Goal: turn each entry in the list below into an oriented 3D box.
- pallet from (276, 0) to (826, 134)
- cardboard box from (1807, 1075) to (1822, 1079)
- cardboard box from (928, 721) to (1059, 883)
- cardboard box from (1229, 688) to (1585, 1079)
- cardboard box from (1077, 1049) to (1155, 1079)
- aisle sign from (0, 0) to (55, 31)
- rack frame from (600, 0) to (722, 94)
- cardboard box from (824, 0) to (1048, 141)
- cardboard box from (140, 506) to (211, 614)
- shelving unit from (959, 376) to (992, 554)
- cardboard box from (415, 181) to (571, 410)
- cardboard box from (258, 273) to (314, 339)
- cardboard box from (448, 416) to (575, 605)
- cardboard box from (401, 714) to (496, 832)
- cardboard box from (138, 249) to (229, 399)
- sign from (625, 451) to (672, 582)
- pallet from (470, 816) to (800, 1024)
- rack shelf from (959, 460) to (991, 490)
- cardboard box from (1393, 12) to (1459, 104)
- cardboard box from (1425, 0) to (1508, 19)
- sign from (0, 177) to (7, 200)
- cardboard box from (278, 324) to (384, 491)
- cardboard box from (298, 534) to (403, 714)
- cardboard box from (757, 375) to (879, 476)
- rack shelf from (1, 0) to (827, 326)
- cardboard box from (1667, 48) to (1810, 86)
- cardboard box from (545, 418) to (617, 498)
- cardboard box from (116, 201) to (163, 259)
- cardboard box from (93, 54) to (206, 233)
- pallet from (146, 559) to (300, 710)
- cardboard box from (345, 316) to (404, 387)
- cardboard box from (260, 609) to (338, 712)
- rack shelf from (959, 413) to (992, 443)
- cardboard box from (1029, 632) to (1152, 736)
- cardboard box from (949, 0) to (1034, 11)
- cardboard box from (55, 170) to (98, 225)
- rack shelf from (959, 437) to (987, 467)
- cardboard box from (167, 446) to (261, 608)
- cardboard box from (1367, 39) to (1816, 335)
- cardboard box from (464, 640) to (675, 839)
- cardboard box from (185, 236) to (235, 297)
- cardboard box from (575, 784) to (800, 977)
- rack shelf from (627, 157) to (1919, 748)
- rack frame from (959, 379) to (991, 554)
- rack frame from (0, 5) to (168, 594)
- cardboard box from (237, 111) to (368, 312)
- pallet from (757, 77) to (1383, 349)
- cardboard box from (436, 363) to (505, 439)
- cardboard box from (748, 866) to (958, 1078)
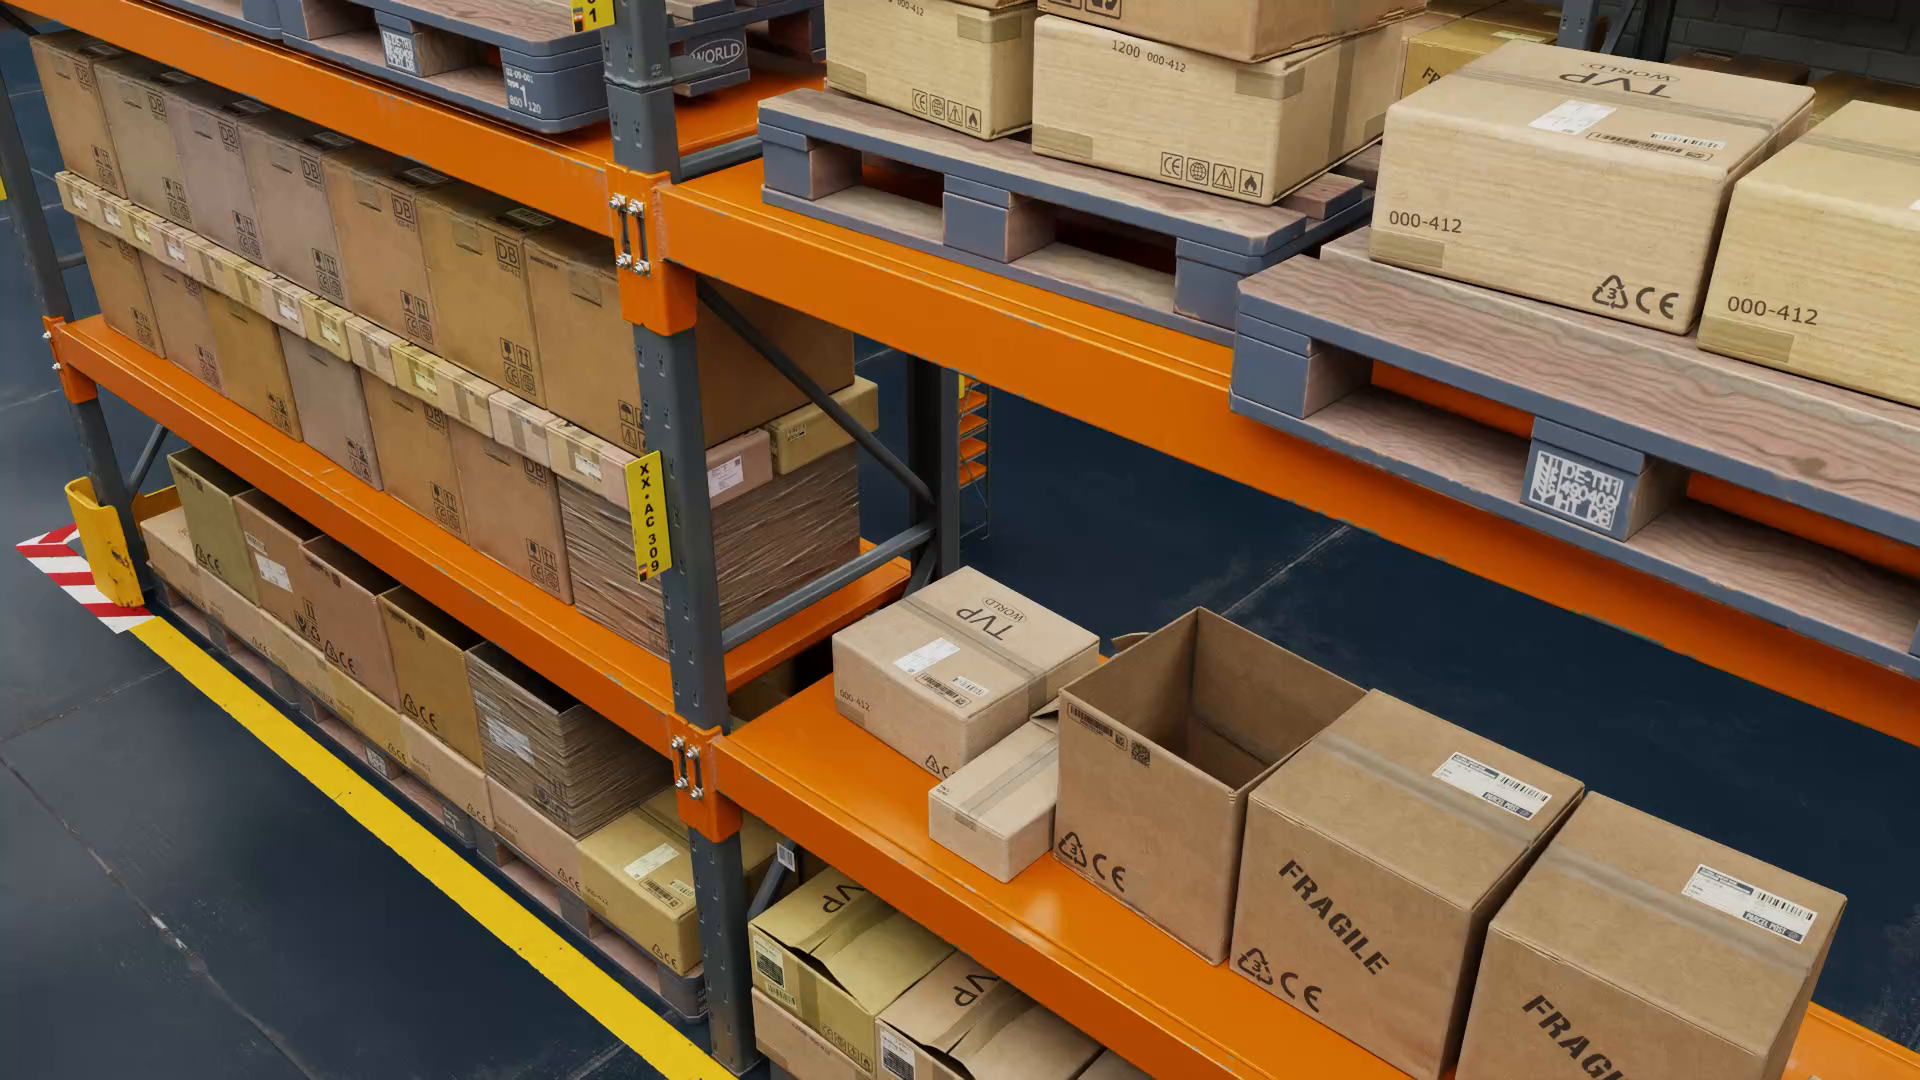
[{"bbox_3d":[-1.029,-1.395,4.337,1.213,0.211,1.003,25,39,35],"label":"pallet"},{"bbox_3d":[1.603,1.209,3.076,0.380,0.149,0.250,-26,40,-36],"label":"cardboard box"},{"bbox_3d":[0.140,0.630,4.039,0.250,0.149,0.380,25,39,35],"label":"cardboard box"},{"bbox_3d":[0.941,0.722,3.545,0.500,0.500,0.500,25,39,35],"label":"cardboard box"},{"bbox_3d":[0.512,1.487,4.086,0.500,0.311,0.500,24,38,34],"label":"cardboard box"},{"bbox_3d":[-3.600,-2.267,6.086,0.004,0.787,0.394,25,39,35],"label":"aisle sign"},{"bbox_3d":[-0.380,-2.433,3.067,0.127,3.000,1.000,25,39,35],"label":"rack frame"},{"bbox_3d":[0.071,-1.047,3.410,0.500,0.250,0.500,-25,39,-35],"label":"cardboard box"},{"bbox_3d":[-3.097,0.022,7.065,0.500,0.250,0.500,25,39,35],"label":"cardboard box"},{"bbox_3d":[-0.011,-0.519,7.449,0.189,1.200,0.258,25,39,35],"label":"shelving unit"},{"bbox_3d":[-1.088,-0.787,4.794,0.500,0.500,0.700,25,39,35],"label":"cardboard box"},{"bbox_3d":[-2.060,-0.817,5.474,0.250,0.149,0.380,25,39,36],"label":"cardboard box"},{"bbox_3d":[-1.108,-0.237,5.138,0.500,0.500,0.700,25,39,35],"label":"cardboard box"},{"bbox_3d":[-1.615,0.714,5.914,0.500,0.250,0.500,25,39,35],"label":"cardboard box"},{"bbox_3d":[-2.615,-0.944,6.312,0.500,0.500,0.700,26,40,36],"label":"cardboard box"},{"bbox_3d":[-0.751,-0.055,4.017,0.005,0.325,0.100,25,39,35],"label":"sign"},{"bbox_3d":[-0.941,1.041,5.817,1.213,0.211,1.003,25,39,35],"label":"pallet"},{"bbox_3d":[-0.011,-0.275,7.596,0.180,0.103,0.258,25,39,35],"label":"rack shelf"},{"bbox_3d":[2.010,-2.240,7.961,0.500,0.500,0.500,25,39,35],"label":"cardboard box"},{"bbox_3d":[2.352,-2.447,8.305,0.500,0.500,0.500,25,39,35],"label":"cardboard box"},{"bbox_3d":[-3.722,-1.442,6.321,0.005,0.325,0.100,25,39,35],"label":"sign"},{"bbox_3d":[-1.858,-0.589,5.723,0.500,0.500,0.700,26,40,36],"label":"cardboard box"},{"bbox_3d":[-1.987,0.220,6.007,0.500,0.500,0.500,25,39,35],"label":"cardboard box"},{"bbox_3d":[-0.449,-0.351,4.698,0.250,0.149,0.380,25,39,35],"label":"cardboard box"},{"bbox_3d":[-1.863,-1.532,5.175,4.000,0.370,1.077,25,39,35],"label":"rack shelf"},{"bbox_3d":[3.296,-1.801,7.309,0.500,0.500,0.700,25,39,35],"label":"cardboard box"},{"bbox_3d":[-0.907,-0.282,4.584,0.250,0.149,0.380,24,39,34],"label":"cardboard box"},{"bbox_3d":[-2.817,-1.173,6.064,0.250,0.149,0.380,25,39,35],"label":"cardboard box"},{"bbox_3d":[-2.575,-1.481,5.947,0.500,0.500,0.700,24,38,34],"label":"cardboard box"},{"bbox_3d":[-2.750,0.196,7.219,1.213,0.211,1.003,25,39,35],"label":"pallet"},{"bbox_3d":[-1.665,-0.636,5.172,0.250,0.149,0.380,26,40,36],"label":"cardboard box"},{"bbox_3d":[-2.353,0.366,6.492,0.500,0.250,0.500,25,39,35],"label":"cardboard box"},{"bbox_3d":[-0.011,-0.481,7.472,0.180,0.103,0.258,25,39,35],"label":"rack shelf"},{"bbox_3d":[0.395,0.429,4.260,0.258,0.266,0.396,24,38,34],"label":"cardboard box"},{"bbox_3d":[0.051,-1.356,3.197,0.500,0.500,0.500,26,39,36],"label":"cardboard box"},{"bbox_3d":[-3.199,-1.350,6.358,0.250,0.149,0.380,25,39,35],"label":"cardboard box"},{"bbox_3d":[-0.011,-0.378,7.534,0.180,0.103,0.258,25,39,35],"label":"rack shelf"},{"bbox_3d":[-2.725,-0.127,6.585,0.500,0.500,0.500,25,39,35],"label":"cardboard box"},{"bbox_3d":[0.997,-0.578,2.632,0.500,0.250,0.500,21,37,31],"label":"cardboard box"},{"bbox_3d":[-1.233,0.560,5.444,0.500,0.500,0.500,25,39,35],"label":"cardboard box"},{"bbox_3d":[-2.432,-0.993,5.765,0.250,0.149,0.380,24,38,34],"label":"cardboard box"},{"bbox_3d":[-0.870,1.058,5.342,0.500,0.250,0.500,25,39,35],"label":"cardboard box"},{"bbox_3d":[1.103,-0.148,2.876,4.000,0.370,1.077,25,39,35],"label":"rack shelf"},{"bbox_3d":[0.057,-0.487,7.396,0.006,1.200,0.240,25,39,35],"label":"rack frame"},{"bbox_3d":[-3.345,-1.247,6.913,0.127,3.000,1.000,25,39,35],"label":"rack frame"},{"bbox_3d":[-1.829,-1.134,5.370,0.500,0.500,0.700,25,39,35],"label":"cardboard box"},{"bbox_3d":[0.283,-0.766,3.391,1.217,0.209,0.805,23,38,33],"label":"pallet"},{"bbox_3d":[-1.298,-0.462,4.884,0.250,0.149,0.380,25,39,35],"label":"cardboard box"},{"bbox_3d":[-0.240,1.133,4.674,0.500,0.311,0.500,25,39,35],"label":"cardboard box"}]
